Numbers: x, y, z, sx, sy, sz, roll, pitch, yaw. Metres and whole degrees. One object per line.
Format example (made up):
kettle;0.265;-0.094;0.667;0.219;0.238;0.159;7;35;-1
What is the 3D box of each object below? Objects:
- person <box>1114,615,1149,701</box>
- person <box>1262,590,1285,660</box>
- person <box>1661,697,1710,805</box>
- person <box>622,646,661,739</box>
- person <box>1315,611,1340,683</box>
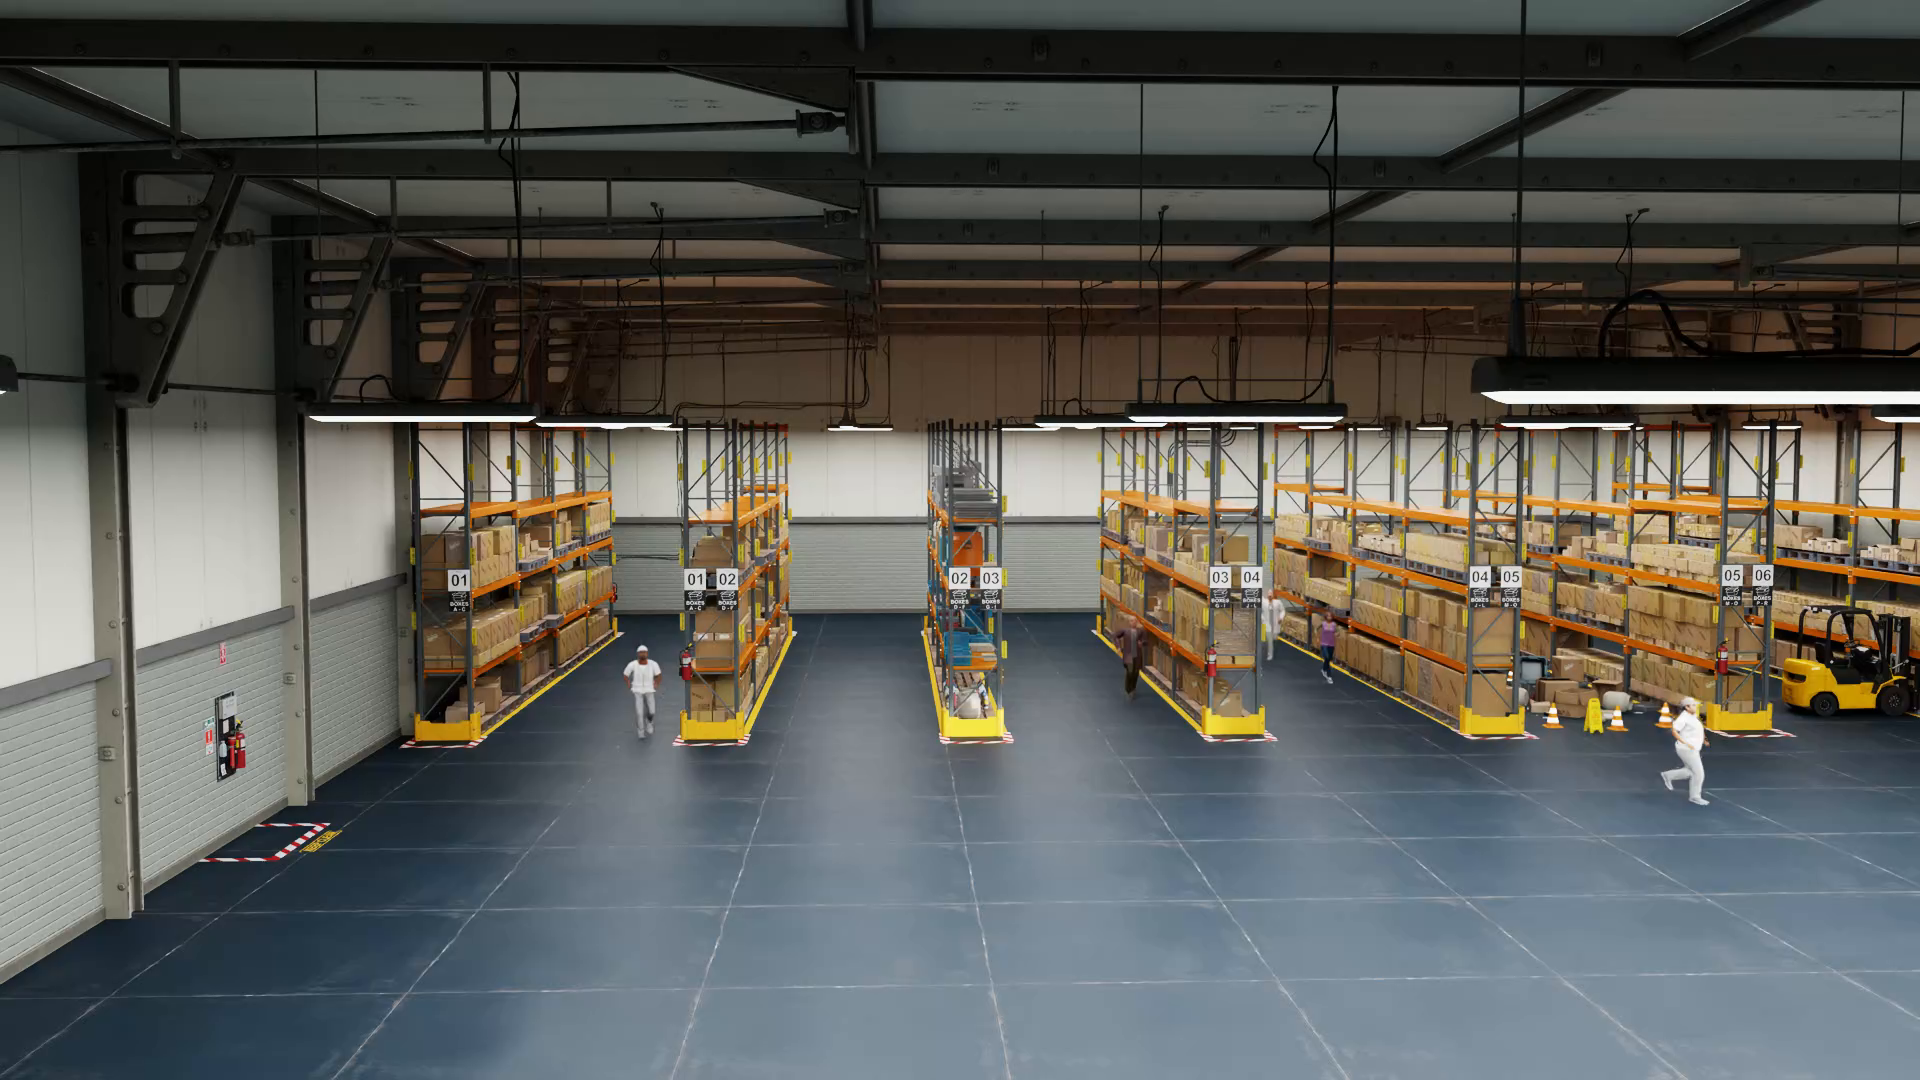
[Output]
person;3.717;2.547;35.838;0.675;1.846;0.829;-1;4;-9
person;7.925;2.172;42.365;0.709;1.708;0.756;1;4;8
person;11.284;3.264;25.870;0.745;1.651;0.607;3;5;38
person;-5.973;2.862;31.285;0.728;1.744;0.524;-1;4;-15
person;8.485;2.441;38.387;0.520;1.612;0.855;0;4;-5
